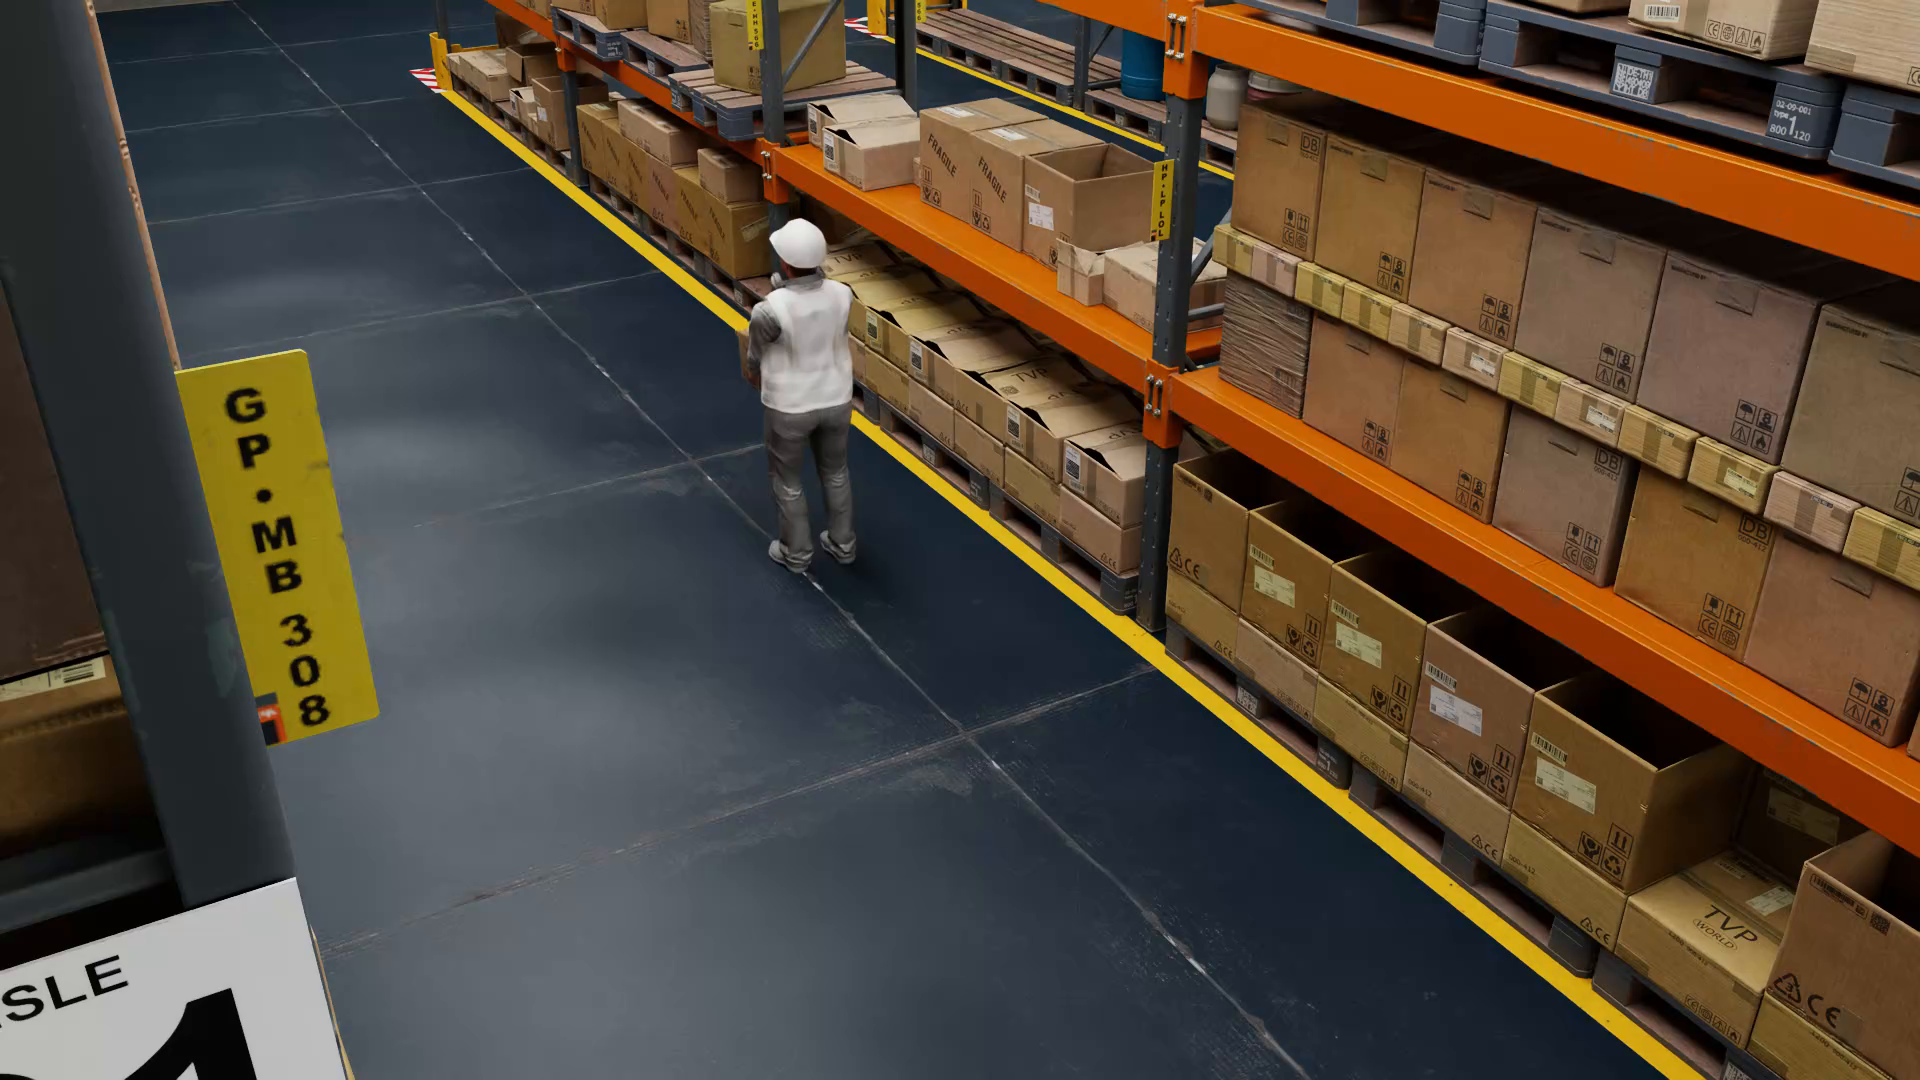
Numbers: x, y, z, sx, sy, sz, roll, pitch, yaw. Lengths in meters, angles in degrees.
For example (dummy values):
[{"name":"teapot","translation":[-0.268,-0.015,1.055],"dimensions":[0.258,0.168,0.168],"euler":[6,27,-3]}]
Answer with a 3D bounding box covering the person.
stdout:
[{"name":"person","translation":[-0.775,-0.694,7.862],"dimensions":[0.502,1.770,0.552],"euler":[-16,33,-26]}]
